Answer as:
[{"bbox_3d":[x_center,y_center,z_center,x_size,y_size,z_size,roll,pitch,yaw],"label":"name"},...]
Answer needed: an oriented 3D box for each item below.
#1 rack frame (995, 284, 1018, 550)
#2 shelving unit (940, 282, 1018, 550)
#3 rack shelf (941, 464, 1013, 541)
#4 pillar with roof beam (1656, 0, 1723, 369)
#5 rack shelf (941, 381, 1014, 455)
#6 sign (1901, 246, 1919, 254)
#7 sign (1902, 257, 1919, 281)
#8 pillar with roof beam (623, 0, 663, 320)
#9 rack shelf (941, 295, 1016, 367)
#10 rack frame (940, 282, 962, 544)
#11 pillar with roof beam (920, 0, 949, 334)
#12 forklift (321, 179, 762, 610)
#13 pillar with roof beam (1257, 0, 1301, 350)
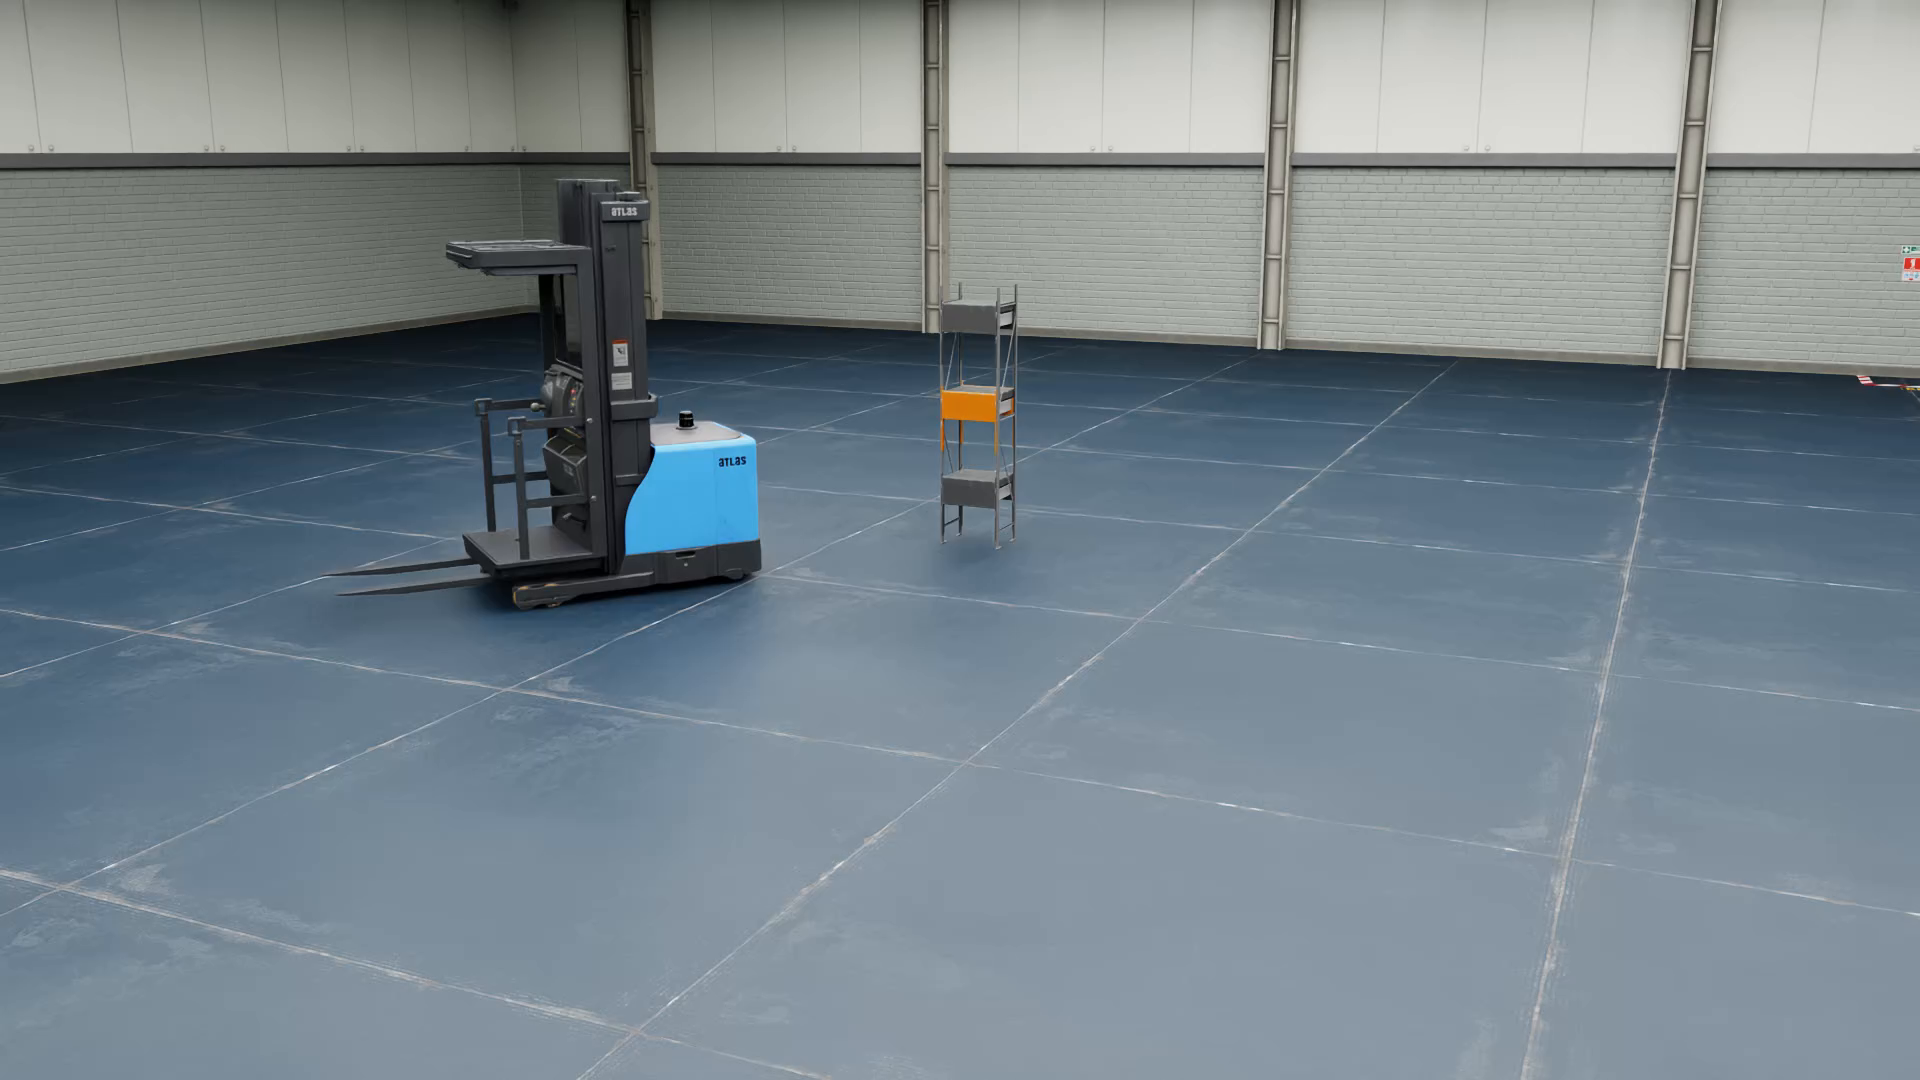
[{"bbox_3d":[0.374,-0.984,13.353,0.015,2.100,0.400,6,14,23],"label":"rack frame"},{"bbox_3d":[0.151,-1.007,13.450,0.503,2.100,0.431,6,14,23],"label":"shelving unit"},{"bbox_3d":[0.151,-0.312,13.613,0.480,0.518,0.431,6,14,23],"label":"rack shelf"},{"bbox_3d":[8.797,-6.038,19.787,0.400,9.000,9.100,6,14,23],"label":"pillar with roof beam"},{"bbox_3d":[0.151,-0.994,13.453,0.480,0.518,0.431,6,14,23],"label":"rack shelf"},{"bbox_3d":[13.320,-4.044,23.183,0.331,0.109,0.001,6,14,23],"label":"sign"},{"bbox_3d":[13.319,-3.788,23.253,0.234,0.329,0.001,6,14,23],"label":"sign"},{"bbox_3d":[-7.660,-7.703,26.885,0.400,9.000,9.100,6,14,23],"label":"pillar with roof beam"},{"bbox_3d":[0.151,-1.675,13.293,0.480,0.518,0.431,6,14,23],"label":"rack shelf"},{"bbox_3d":[-0.072,-1.029,13.546,0.015,2.100,0.400,6,14,23],"label":"rack frame"},{"bbox_3d":[-2.174,-7.148,24.519,0.400,9.000,9.100,6,14,23],"label":"pillar with roof beam"},{"bbox_3d":[-3.038,-1.071,11.905,3.031,2.935,1.130,-7,15,-28],"label":"forklift"},{"bbox_3d":[3.312,-6.593,22.153,0.400,9.000,9.100,6,14,23],"label":"pillar with roof beam"}]
